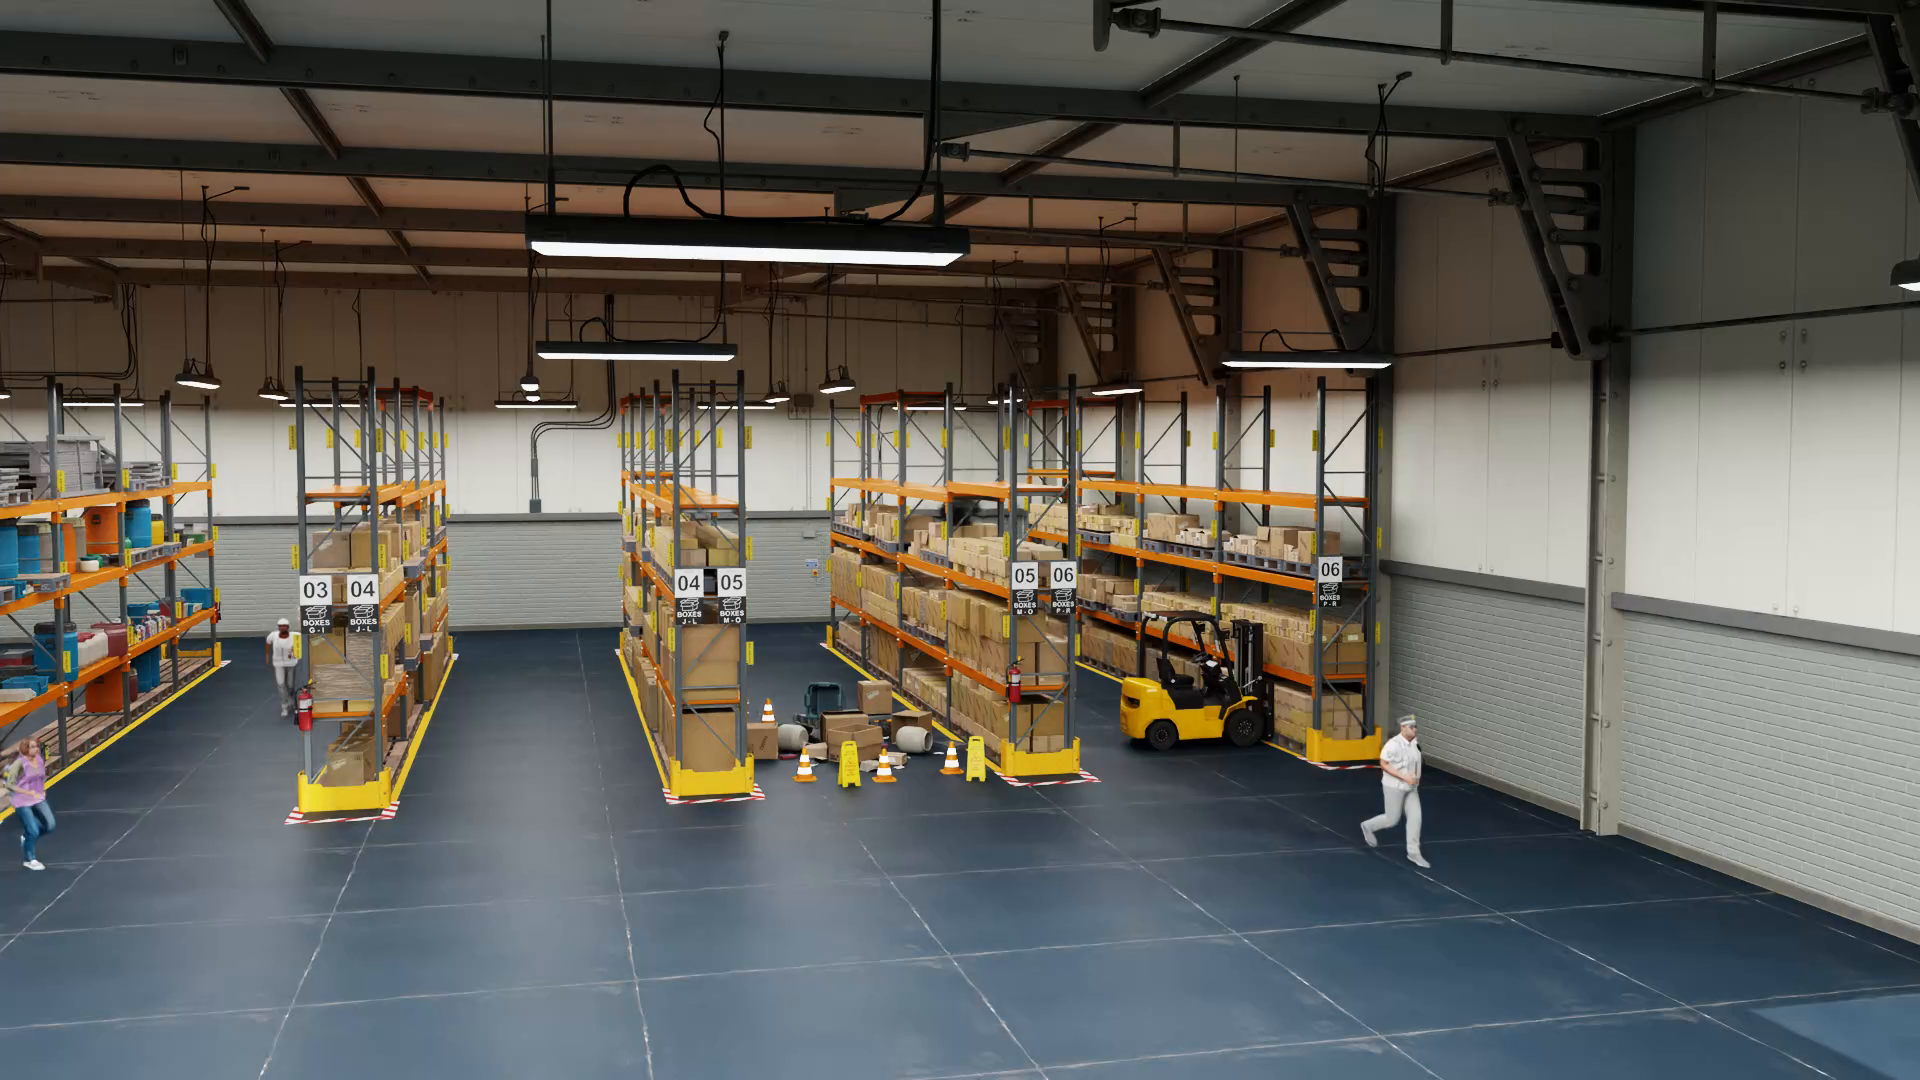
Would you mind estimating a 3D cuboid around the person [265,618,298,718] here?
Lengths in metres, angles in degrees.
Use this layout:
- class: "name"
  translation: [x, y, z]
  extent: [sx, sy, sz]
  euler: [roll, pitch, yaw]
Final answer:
- class: "person"
  translation: [-12.358, 2.302, 30.483]
  extent: [0.727, 1.765, 1.040]
  euler: [-1, 4, -15]

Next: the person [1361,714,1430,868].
- class: "person"
  translation: [5.237, 2.944, 19.853]
  extent: [0.686, 1.779, 0.983]
  euler: [-3, 4, -39]

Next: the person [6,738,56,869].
- class: "person"
  translation: [-10.823, 3.074, 19.384]
  extent: [0.515, 1.557, 0.546]
  euler: [1, 4, 23]
